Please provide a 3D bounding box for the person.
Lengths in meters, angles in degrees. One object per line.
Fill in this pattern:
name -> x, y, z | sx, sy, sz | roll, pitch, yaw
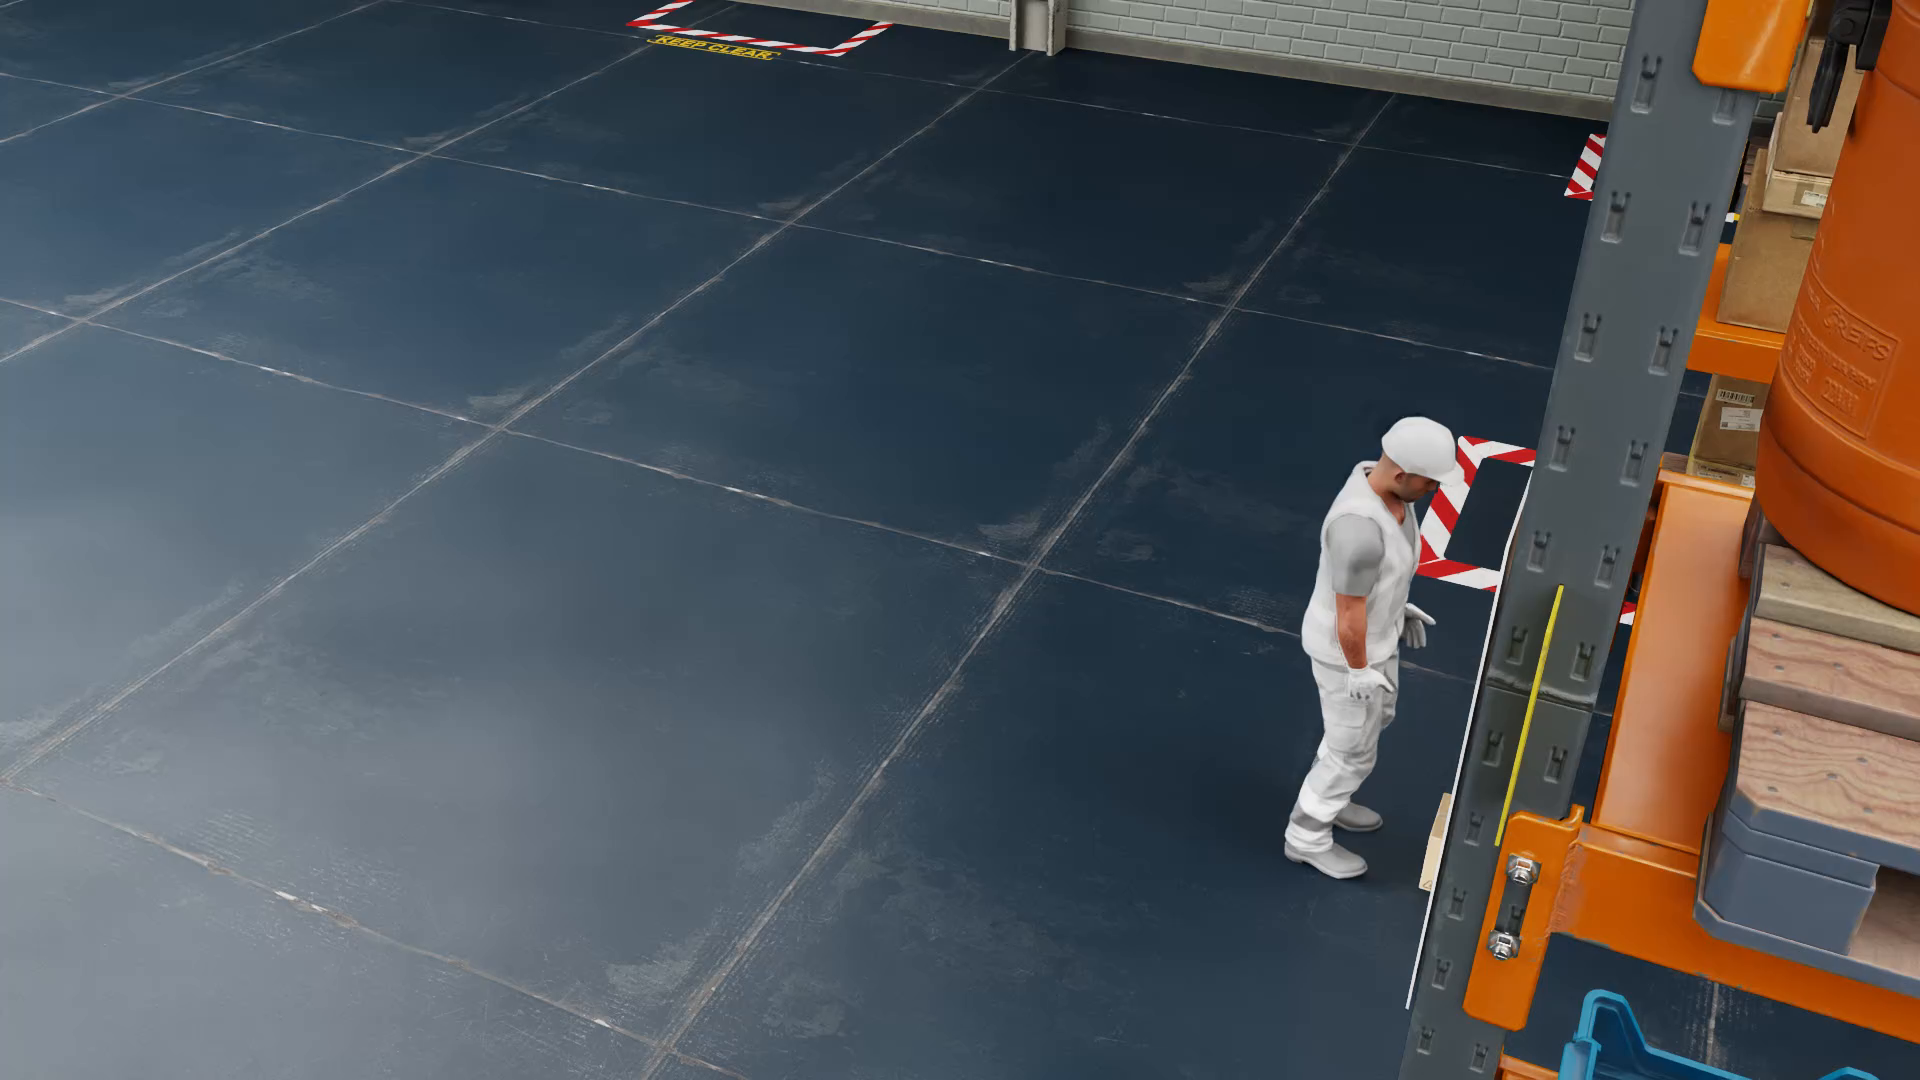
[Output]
person -> 1.377, 0.349, 5.619 | 0.413, 1.757, 0.536 | 15, 36, 22
